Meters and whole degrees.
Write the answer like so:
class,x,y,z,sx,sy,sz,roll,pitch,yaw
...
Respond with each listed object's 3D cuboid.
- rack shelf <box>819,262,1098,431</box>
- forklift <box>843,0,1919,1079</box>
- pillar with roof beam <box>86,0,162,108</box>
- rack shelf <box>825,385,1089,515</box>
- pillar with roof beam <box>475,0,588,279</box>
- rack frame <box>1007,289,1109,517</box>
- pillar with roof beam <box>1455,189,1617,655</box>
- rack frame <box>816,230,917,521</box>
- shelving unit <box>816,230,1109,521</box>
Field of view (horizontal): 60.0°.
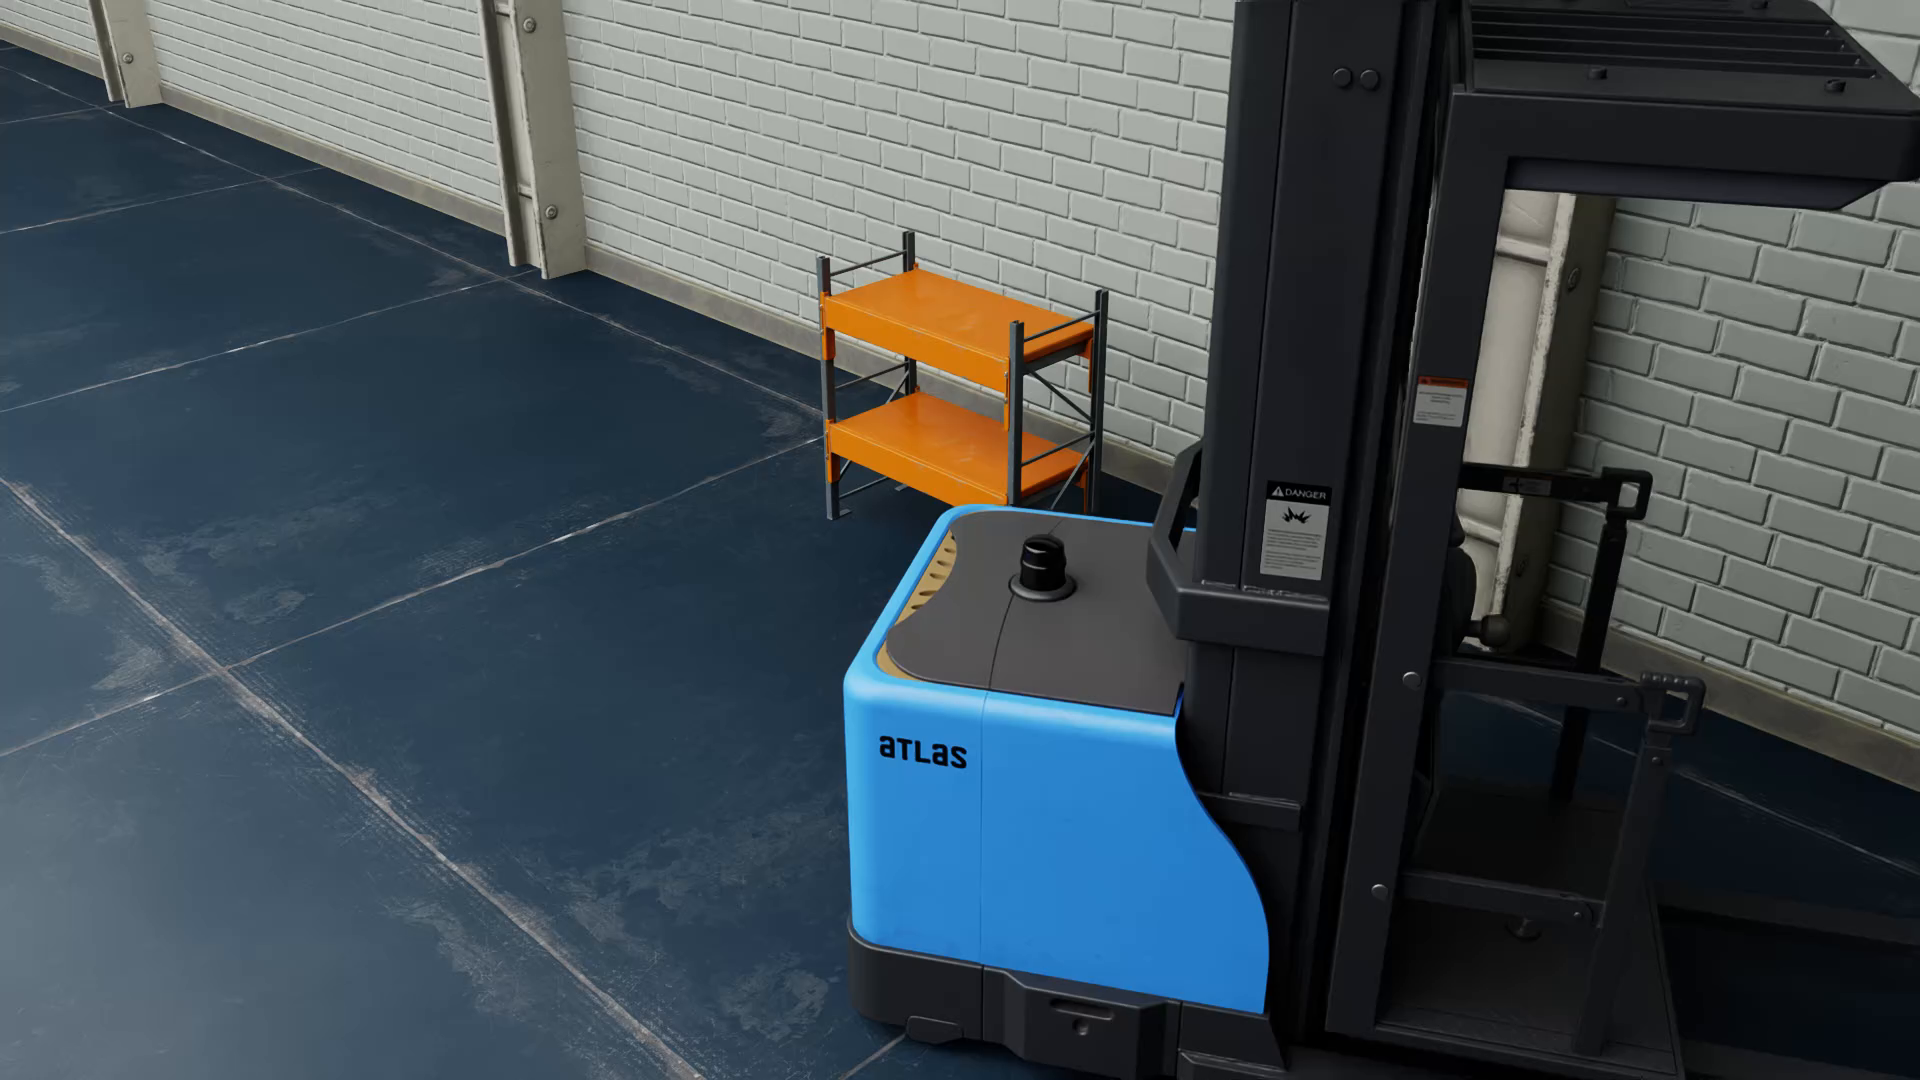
class,x,y,z,sx,sy,sz,roll,pitch,yaw
rack shelf,-0.005,-0.759,6.356,1.000,0.278,0.538,25,36,38
forklift,1.287,-0.074,3.741,3.031,2.935,1.130,7,29,13
pillar with roof beam,-9.719,-6.133,8.744,0.400,9.000,9.100,25,36,38
rack shelf,-0.005,-0.284,6.606,1.000,0.278,0.538,25,36,38
pillar with roof beam,-5.440,-4.175,5.021,0.400,9.000,9.100,25,36,38
rack frame,0.358,-0.334,6.177,0.032,1.125,0.500,25,36,38
pillar with roof beam,-1.162,-2.217,1.297,0.400,9.000,9.100,25,36,38
rack frame,-0.367,-0.666,6.808,0.032,1.125,0.500,25,36,38
shelving unit,-0.005,-0.500,6.492,1.048,1.125,0.538,25,36,38
